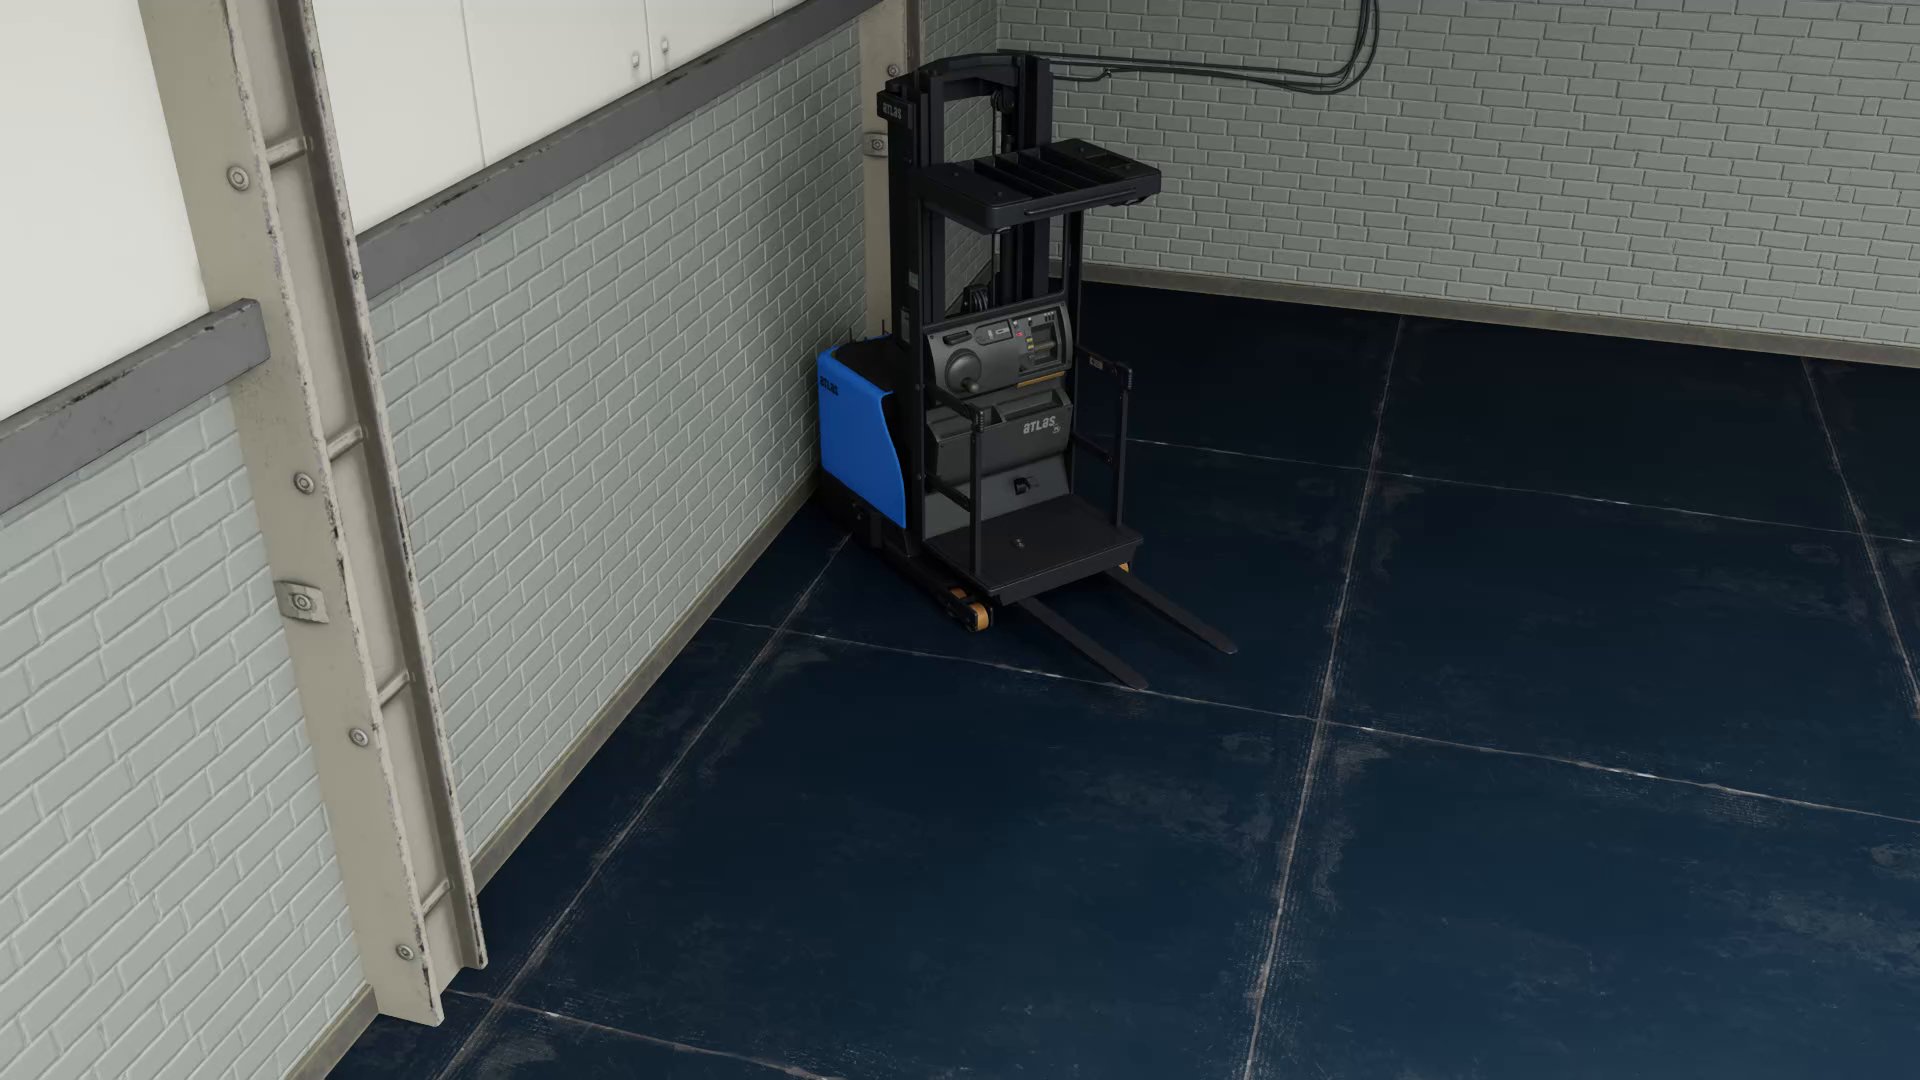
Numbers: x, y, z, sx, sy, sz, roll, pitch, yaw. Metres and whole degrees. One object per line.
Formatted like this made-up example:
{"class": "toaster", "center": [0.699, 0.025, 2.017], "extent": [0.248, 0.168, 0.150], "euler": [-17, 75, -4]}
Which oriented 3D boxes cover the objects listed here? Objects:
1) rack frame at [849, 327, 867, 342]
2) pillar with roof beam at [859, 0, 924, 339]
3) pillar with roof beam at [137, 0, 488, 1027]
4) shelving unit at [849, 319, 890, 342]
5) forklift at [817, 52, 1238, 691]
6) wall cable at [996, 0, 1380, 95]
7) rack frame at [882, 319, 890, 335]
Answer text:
{"class": "rack frame", "center": [-0.639, -0.843, 10.686], "extent": [0.008, 1.050, 0.200], "euler": [-19, 34, -30]}
{"class": "pillar with roof beam", "center": [3.677, -4.254, 8.640], "extent": [9.100, 9.000, 0.400], "euler": [8, 30, 15]}
{"class": "pillar with roof beam", "center": [1.916, -1.465, 3.628], "extent": [9.100, 9.000, 0.400], "euler": [8, 30, 15]}
{"class": "shelving unit", "center": [-0.539, -0.877, 10.747], "extent": [0.252, 1.050, 0.215], "euler": [-19, 34, -30]}
{"class": "forklift", "center": [0.347, -1.027, 9.082], "extent": [1.130, 2.935, 3.031], "euler": [-18, 34, -29]}
{"class": "wall cable", "center": [1.691, -4.691, 12.621], "extent": [3.097, 2.526, 0.112], "euler": [8, 30, 15]}
{"class": "rack frame", "center": [-0.438, -0.911, 10.807], "extent": [0.008, 1.050, 0.200], "euler": [-19, 34, -30]}
